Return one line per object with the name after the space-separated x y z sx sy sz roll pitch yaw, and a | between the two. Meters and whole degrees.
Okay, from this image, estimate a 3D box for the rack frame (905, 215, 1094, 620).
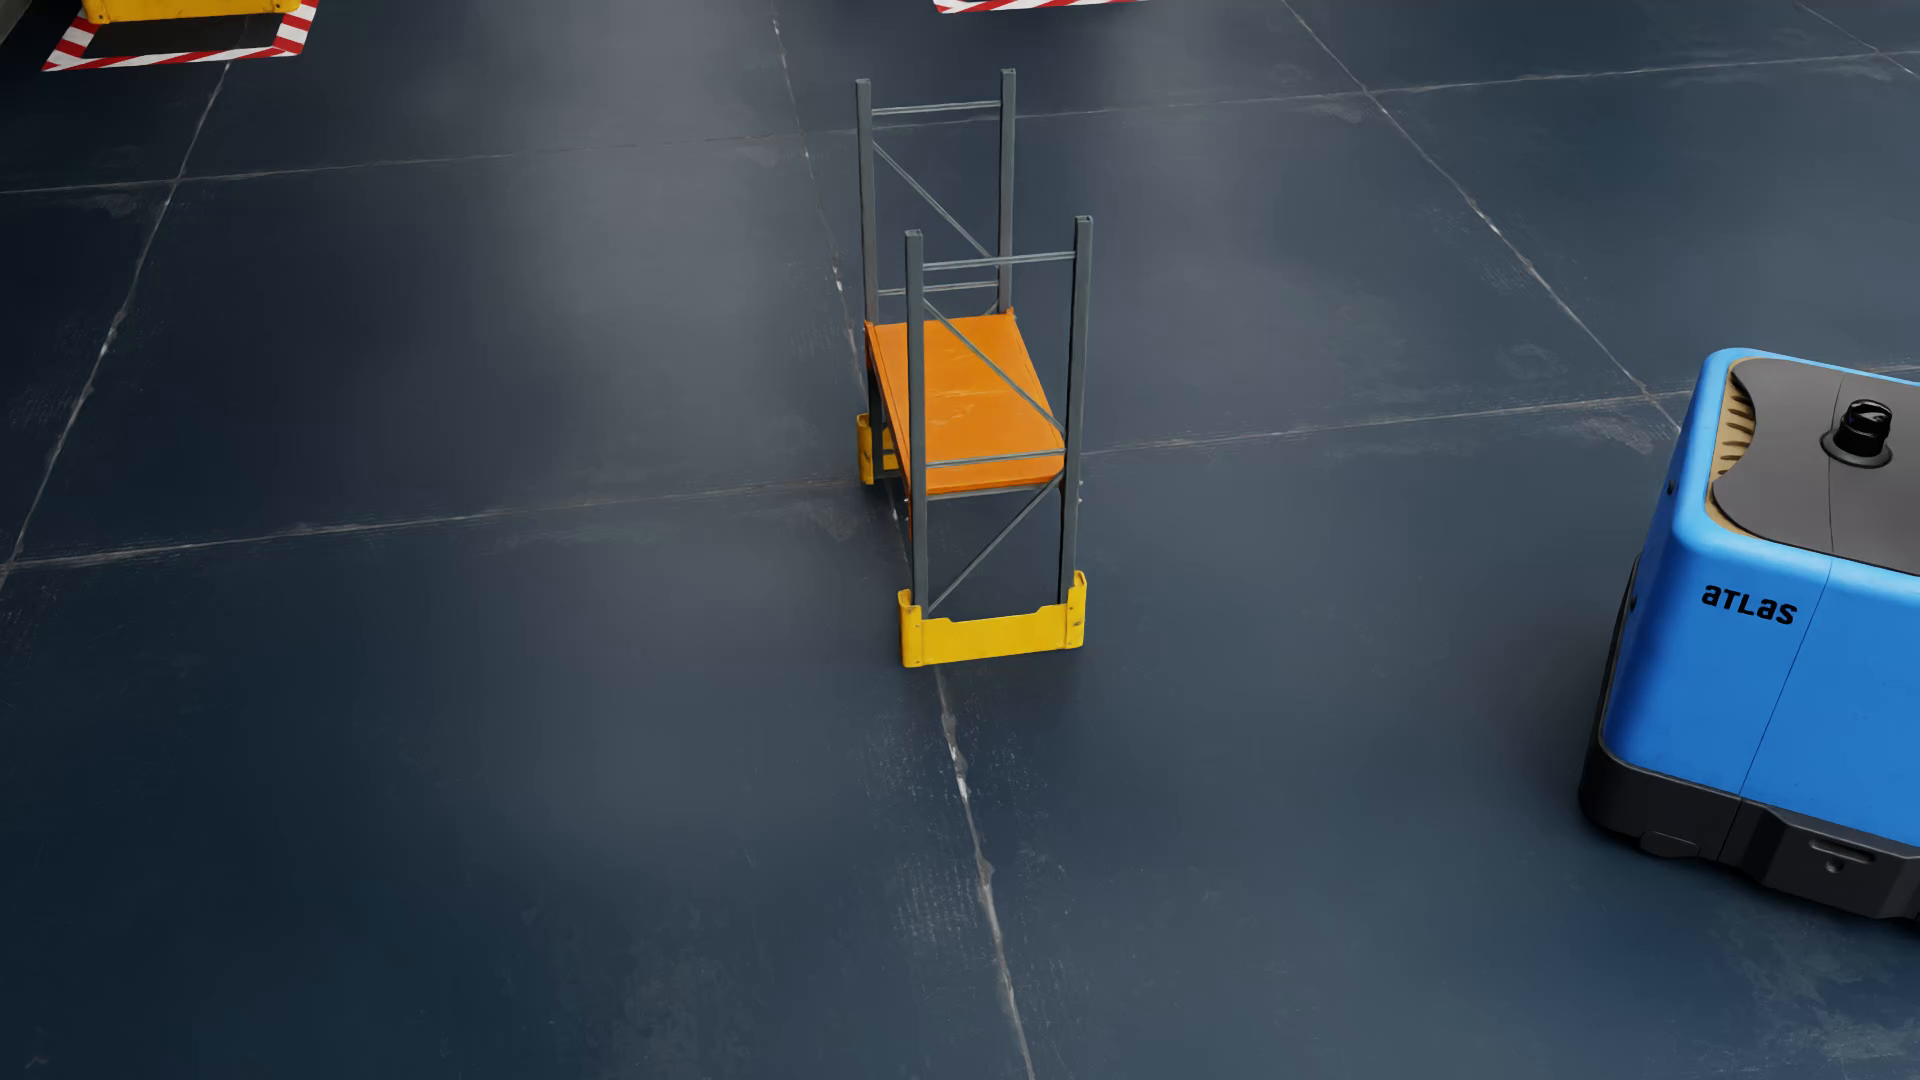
0.104 -0.234 4.828 0.500 1.500 0.032 -6 38 -8 | rack frame

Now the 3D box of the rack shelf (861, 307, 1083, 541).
0.015 -0.399 5.334 0.538 0.185 1.000 -6 38 -8 | rack shelf

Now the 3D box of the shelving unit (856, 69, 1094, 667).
0.013 -0.546 5.231 0.587 1.500 1.083 -6 38 -8 | shelving unit

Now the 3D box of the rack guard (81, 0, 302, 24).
-4.484 -3.328 9.626 1.175 0.500 0.348 -6 38 -8 | rack guard

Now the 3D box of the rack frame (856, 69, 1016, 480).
-0.074 -0.848 5.619 0.500 1.500 0.032 -6 38 -8 | rack frame

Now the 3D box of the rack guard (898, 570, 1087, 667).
0.101 0.248 5.227 0.587 0.250 0.087 -6 38 -8 | rack guard

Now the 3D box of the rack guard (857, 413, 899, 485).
-0.074 -0.353 6.001 0.587 0.250 0.087 -6 38 -8 | rack guard

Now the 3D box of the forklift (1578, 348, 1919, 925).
3.302 -0.232 3.659 3.031 2.935 1.130 16 41 19 | forklift
